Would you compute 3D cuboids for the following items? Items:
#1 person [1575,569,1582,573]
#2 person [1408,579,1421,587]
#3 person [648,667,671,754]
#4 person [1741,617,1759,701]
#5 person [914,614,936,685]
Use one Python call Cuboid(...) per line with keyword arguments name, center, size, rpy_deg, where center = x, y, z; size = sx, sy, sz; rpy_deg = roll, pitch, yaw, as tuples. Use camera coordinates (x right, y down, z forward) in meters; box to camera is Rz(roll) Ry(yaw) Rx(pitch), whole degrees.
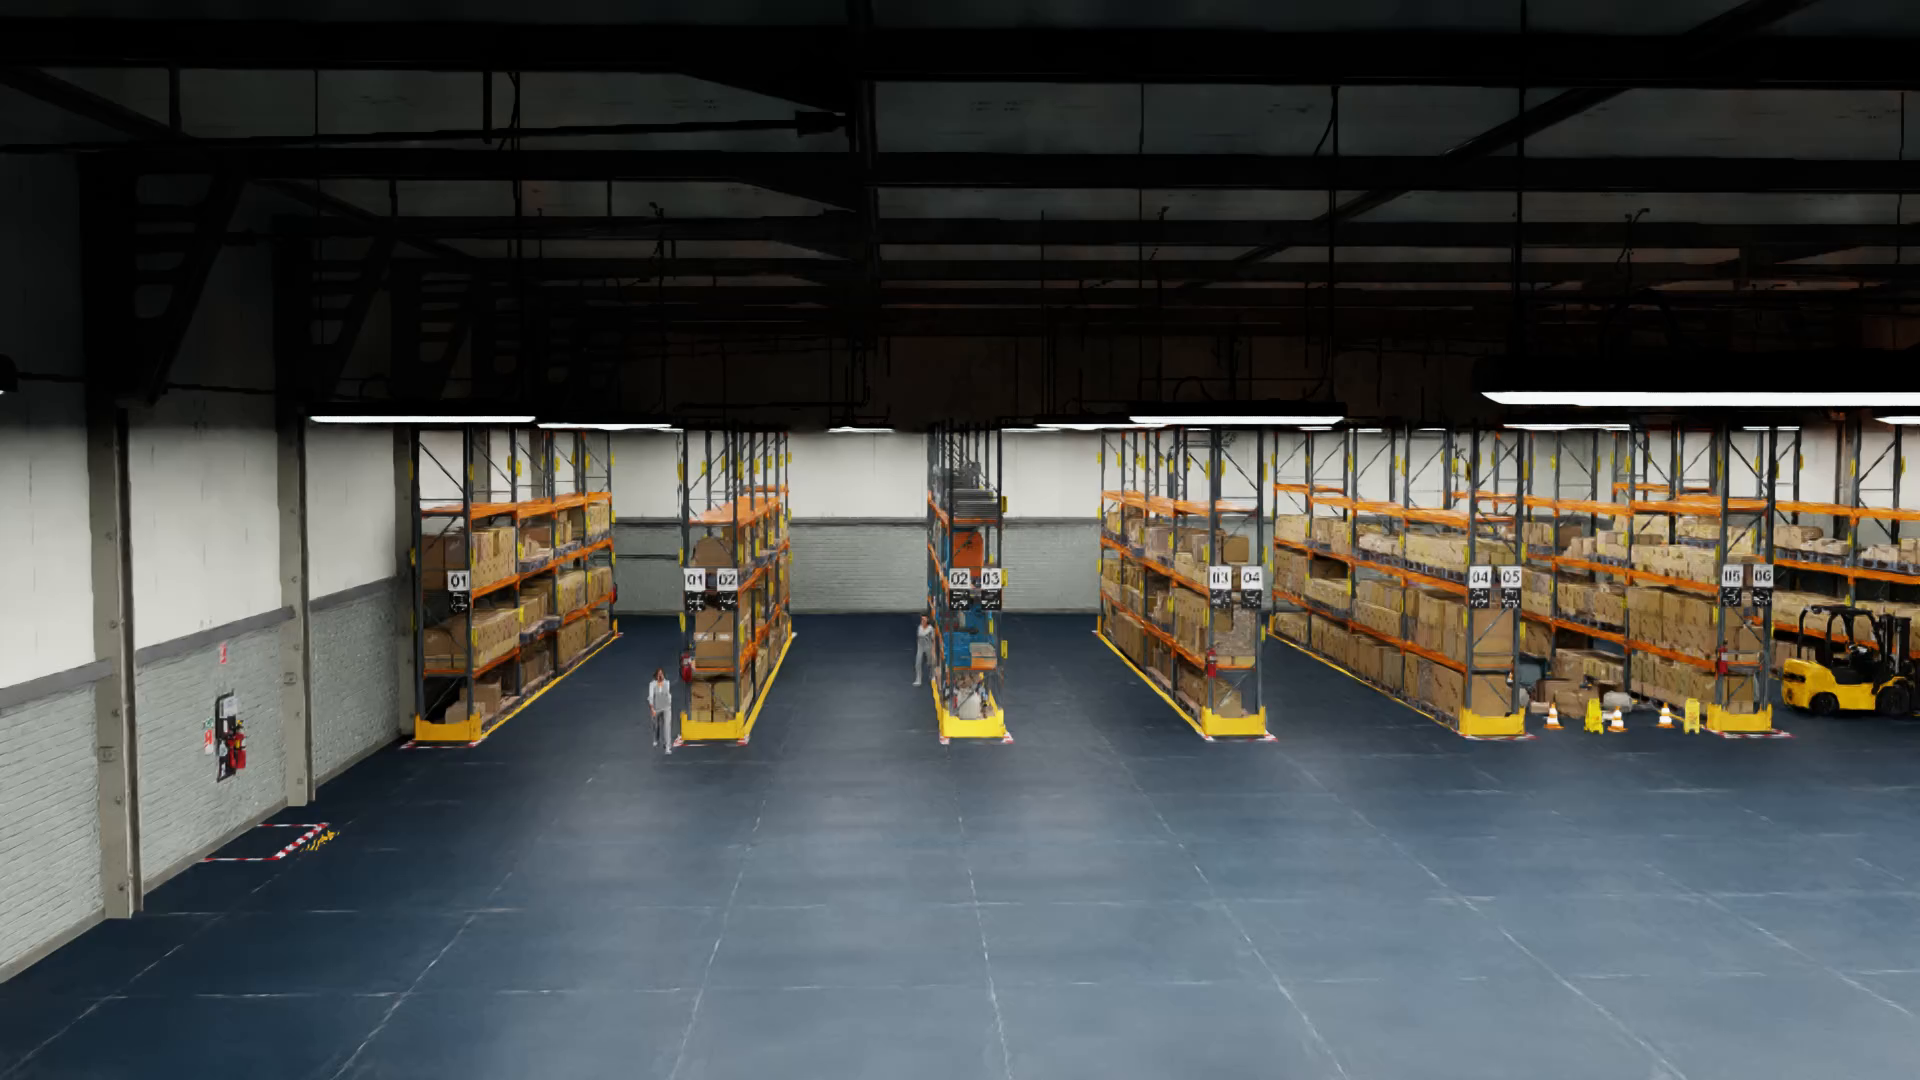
Cuboid(name="person", center=(18.426, 1.719, 49.337), size=(0.701, 1.711, 0.554), rpy_deg=(-2, 4, -26))
Cuboid(name="person", center=(13.854, 1.685, 50.543), size=(0.460, 1.586, 0.529), rpy_deg=(-2, 4, -34))
Cuboid(name="person", center=(-5.383, 3.031, 29.828), size=(0.411, 1.534, 0.956), rpy_deg=(-1, 4, -11))
Cuboid(name="person", center=(16.902, 2.544, 35.757), size=(0.586, 1.748, 0.654), rpy_deg=(2, 4, 29))
Cuboid(name="person", center=(-0.763, 2.481, 37.913), size=(0.463, 1.619, 0.929), rpy_deg=(1, 4, 13))
